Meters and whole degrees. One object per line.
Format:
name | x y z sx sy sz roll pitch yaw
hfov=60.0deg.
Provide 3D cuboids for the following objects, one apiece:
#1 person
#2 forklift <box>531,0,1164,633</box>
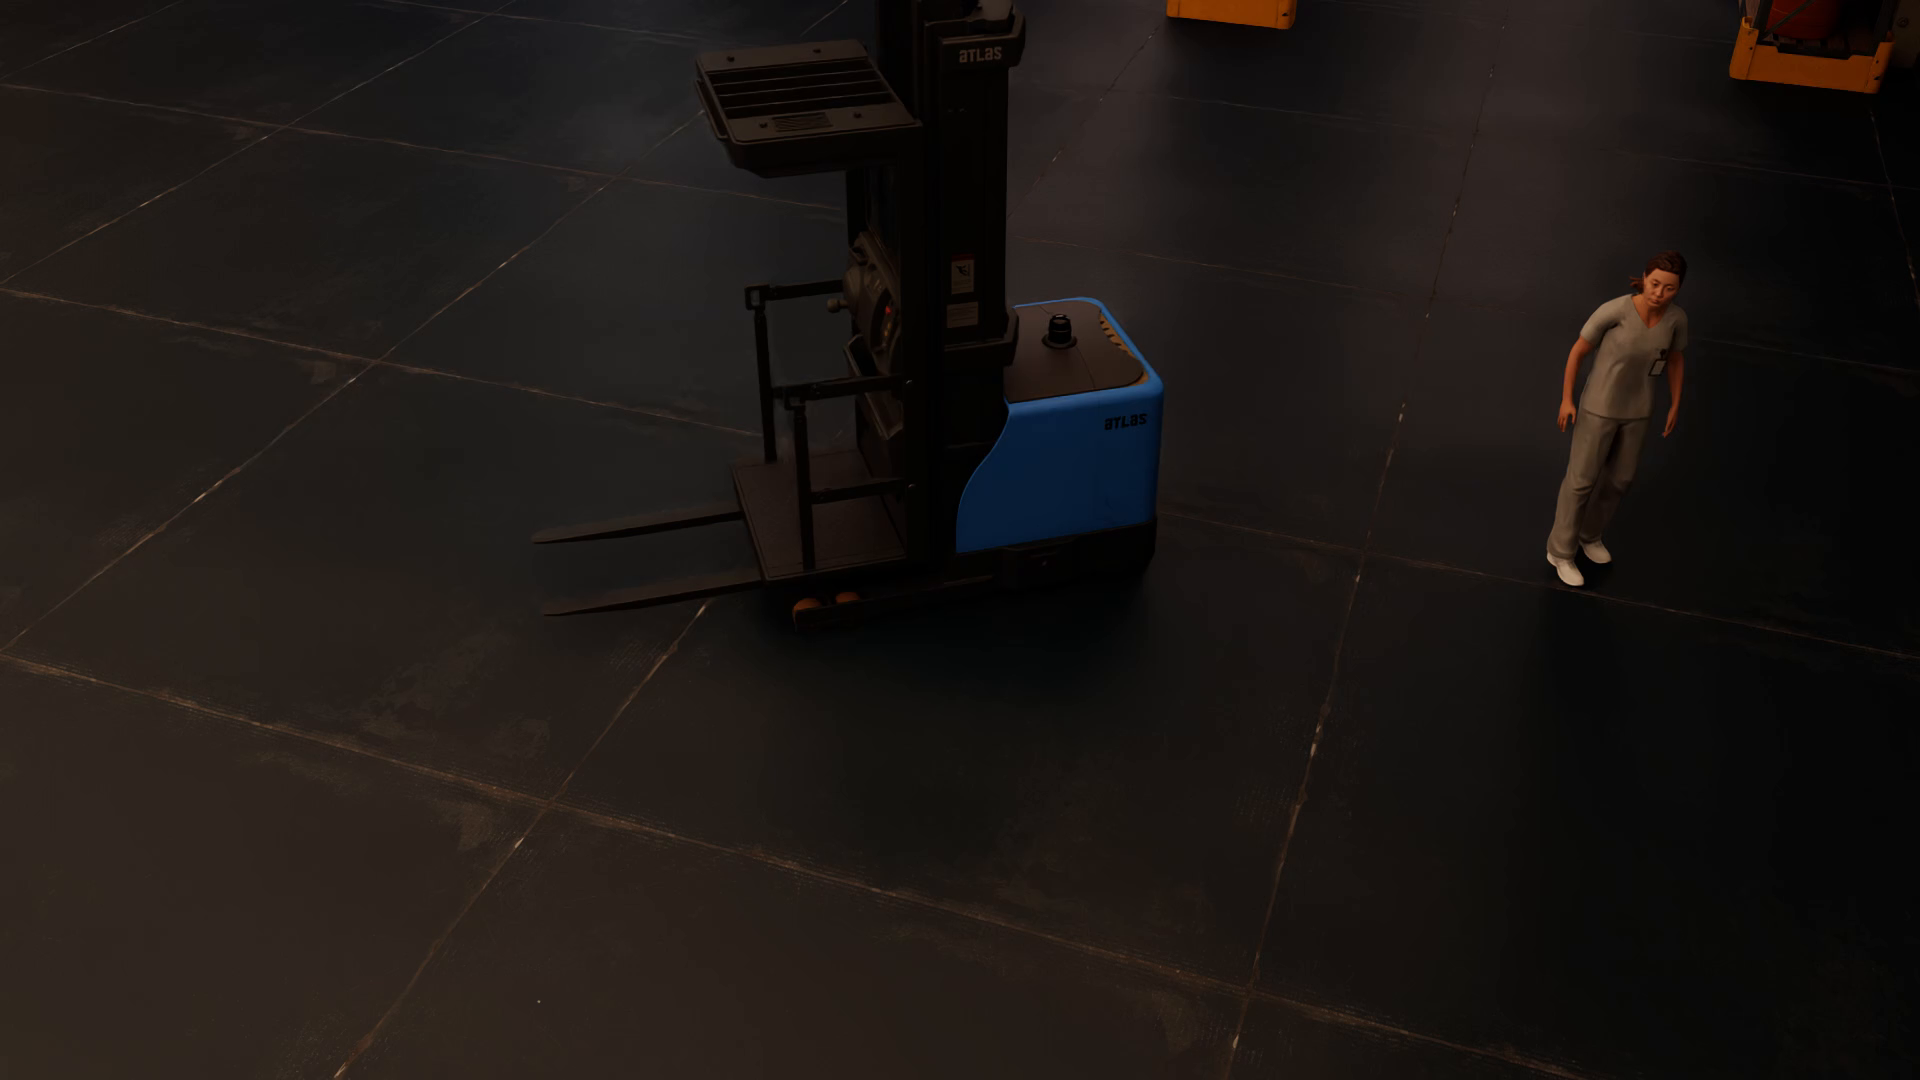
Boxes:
person | 3.200 -0.585 8.028 0.606 1.670 0.507 -4 36 -6
forklift | -0.592 -1.089 7.646 3.031 2.935 1.130 -9 36 -13
